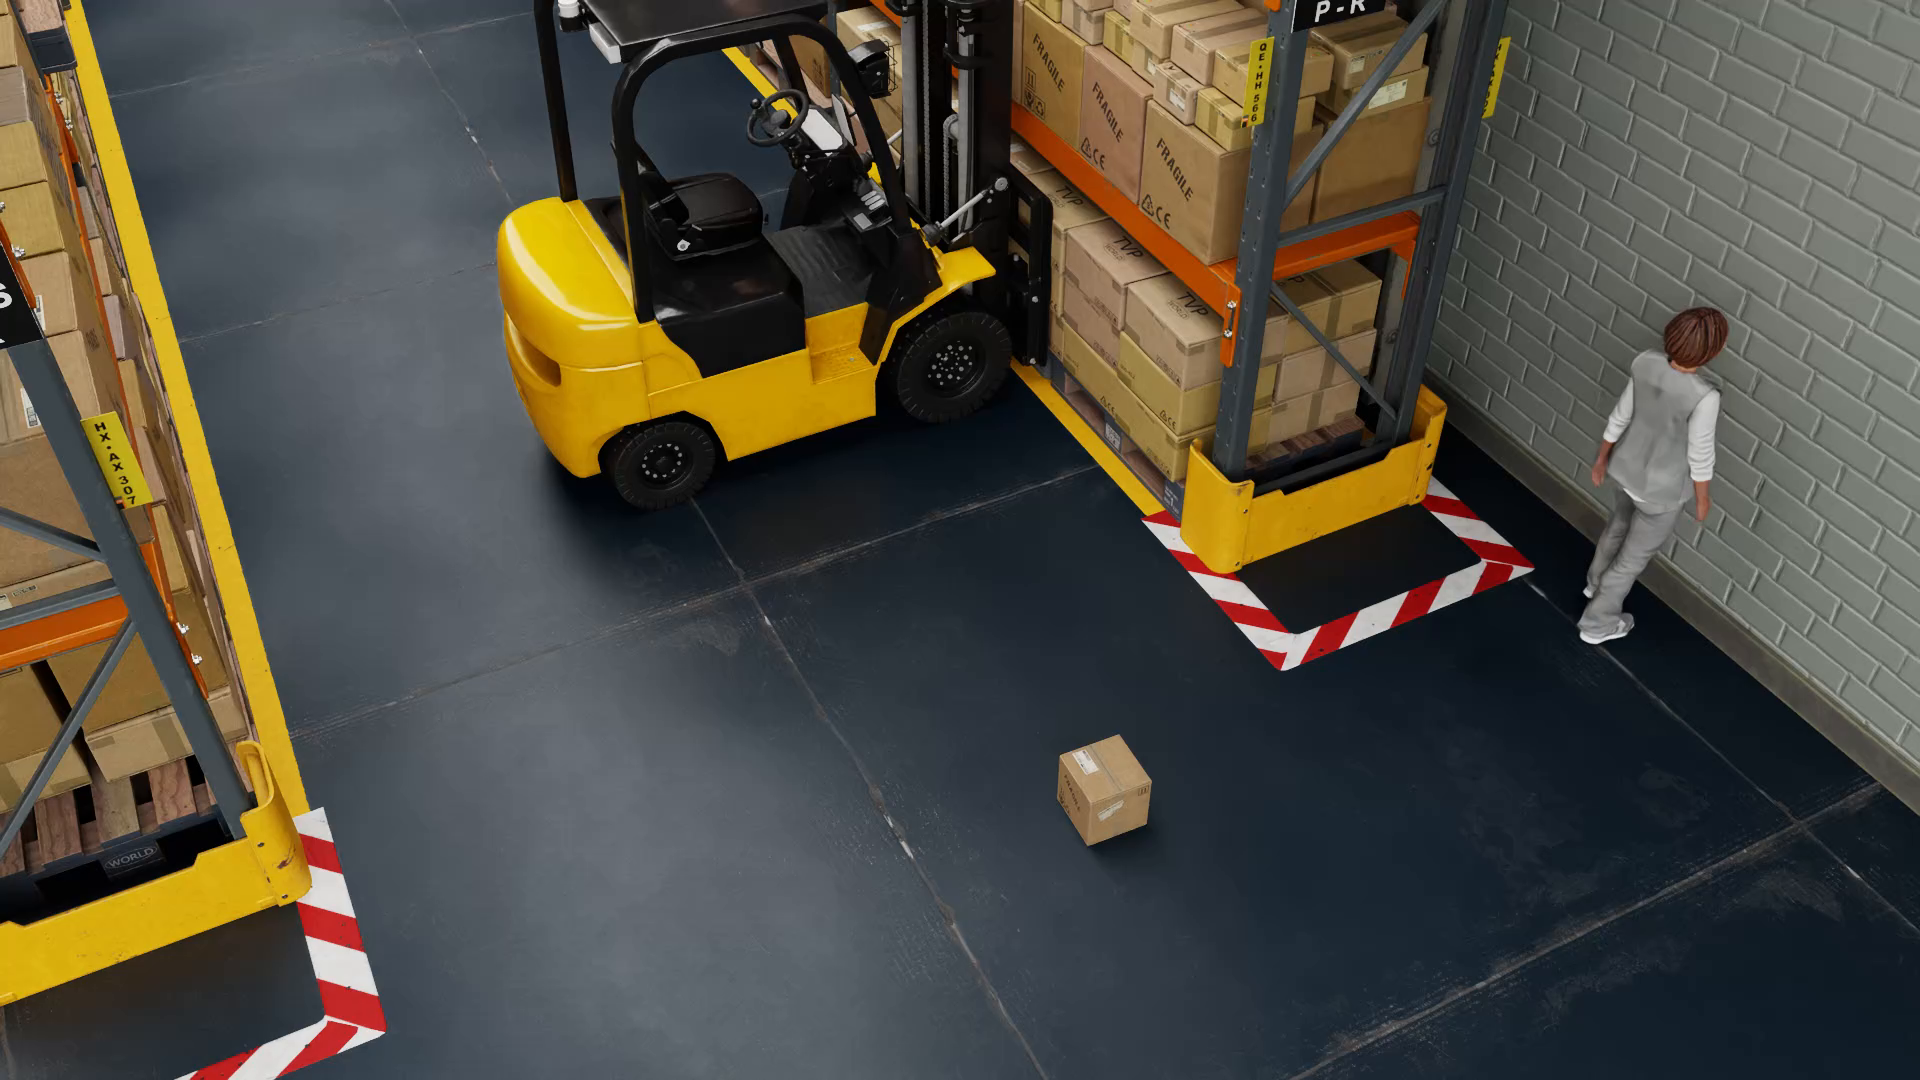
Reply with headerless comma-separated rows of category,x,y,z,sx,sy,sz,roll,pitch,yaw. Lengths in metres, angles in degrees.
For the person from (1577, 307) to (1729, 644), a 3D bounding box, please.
person,2.717,-0.225,6.444,0.427,1.653,0.437,-18,45,-19
